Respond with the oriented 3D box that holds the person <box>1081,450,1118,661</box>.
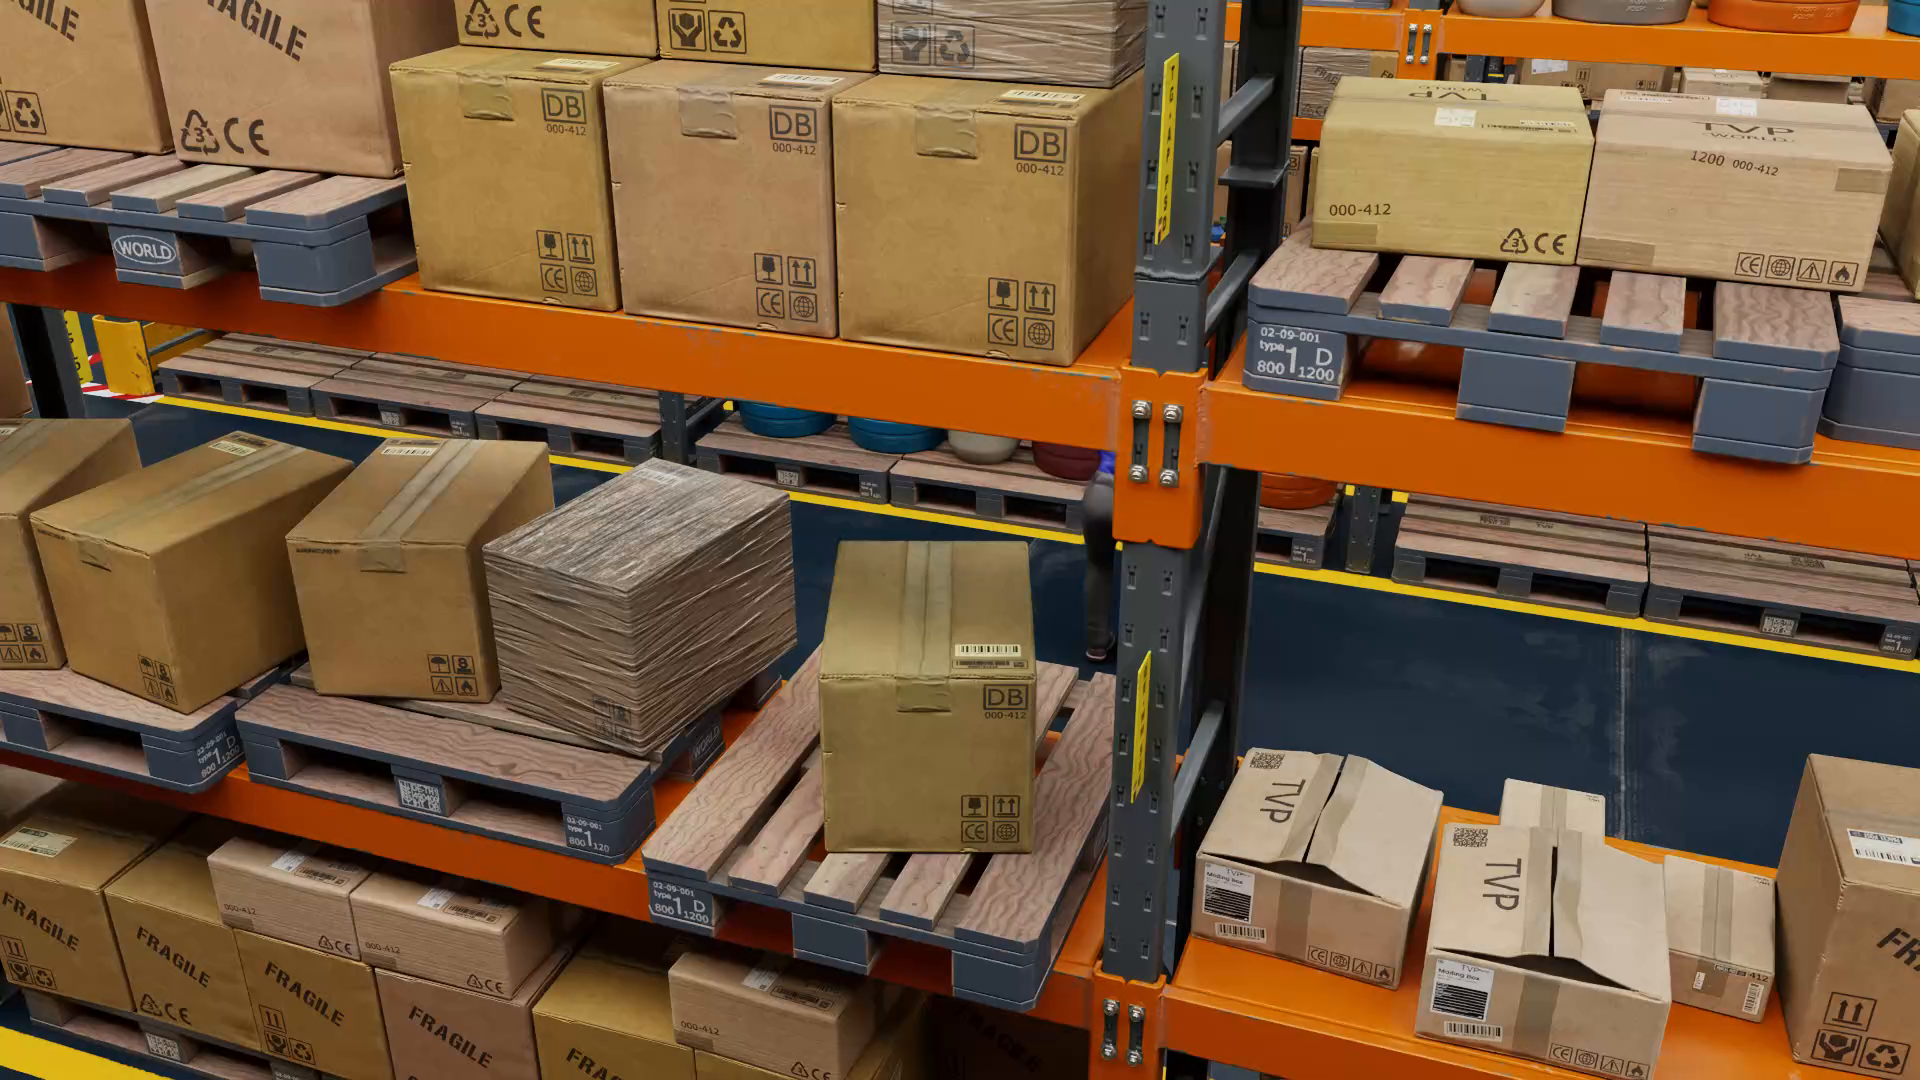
[{"bbox_3d":[0.790,-0.130,7.689,0.414,1.399,0.735,8,27,16],"label":"person"}]
